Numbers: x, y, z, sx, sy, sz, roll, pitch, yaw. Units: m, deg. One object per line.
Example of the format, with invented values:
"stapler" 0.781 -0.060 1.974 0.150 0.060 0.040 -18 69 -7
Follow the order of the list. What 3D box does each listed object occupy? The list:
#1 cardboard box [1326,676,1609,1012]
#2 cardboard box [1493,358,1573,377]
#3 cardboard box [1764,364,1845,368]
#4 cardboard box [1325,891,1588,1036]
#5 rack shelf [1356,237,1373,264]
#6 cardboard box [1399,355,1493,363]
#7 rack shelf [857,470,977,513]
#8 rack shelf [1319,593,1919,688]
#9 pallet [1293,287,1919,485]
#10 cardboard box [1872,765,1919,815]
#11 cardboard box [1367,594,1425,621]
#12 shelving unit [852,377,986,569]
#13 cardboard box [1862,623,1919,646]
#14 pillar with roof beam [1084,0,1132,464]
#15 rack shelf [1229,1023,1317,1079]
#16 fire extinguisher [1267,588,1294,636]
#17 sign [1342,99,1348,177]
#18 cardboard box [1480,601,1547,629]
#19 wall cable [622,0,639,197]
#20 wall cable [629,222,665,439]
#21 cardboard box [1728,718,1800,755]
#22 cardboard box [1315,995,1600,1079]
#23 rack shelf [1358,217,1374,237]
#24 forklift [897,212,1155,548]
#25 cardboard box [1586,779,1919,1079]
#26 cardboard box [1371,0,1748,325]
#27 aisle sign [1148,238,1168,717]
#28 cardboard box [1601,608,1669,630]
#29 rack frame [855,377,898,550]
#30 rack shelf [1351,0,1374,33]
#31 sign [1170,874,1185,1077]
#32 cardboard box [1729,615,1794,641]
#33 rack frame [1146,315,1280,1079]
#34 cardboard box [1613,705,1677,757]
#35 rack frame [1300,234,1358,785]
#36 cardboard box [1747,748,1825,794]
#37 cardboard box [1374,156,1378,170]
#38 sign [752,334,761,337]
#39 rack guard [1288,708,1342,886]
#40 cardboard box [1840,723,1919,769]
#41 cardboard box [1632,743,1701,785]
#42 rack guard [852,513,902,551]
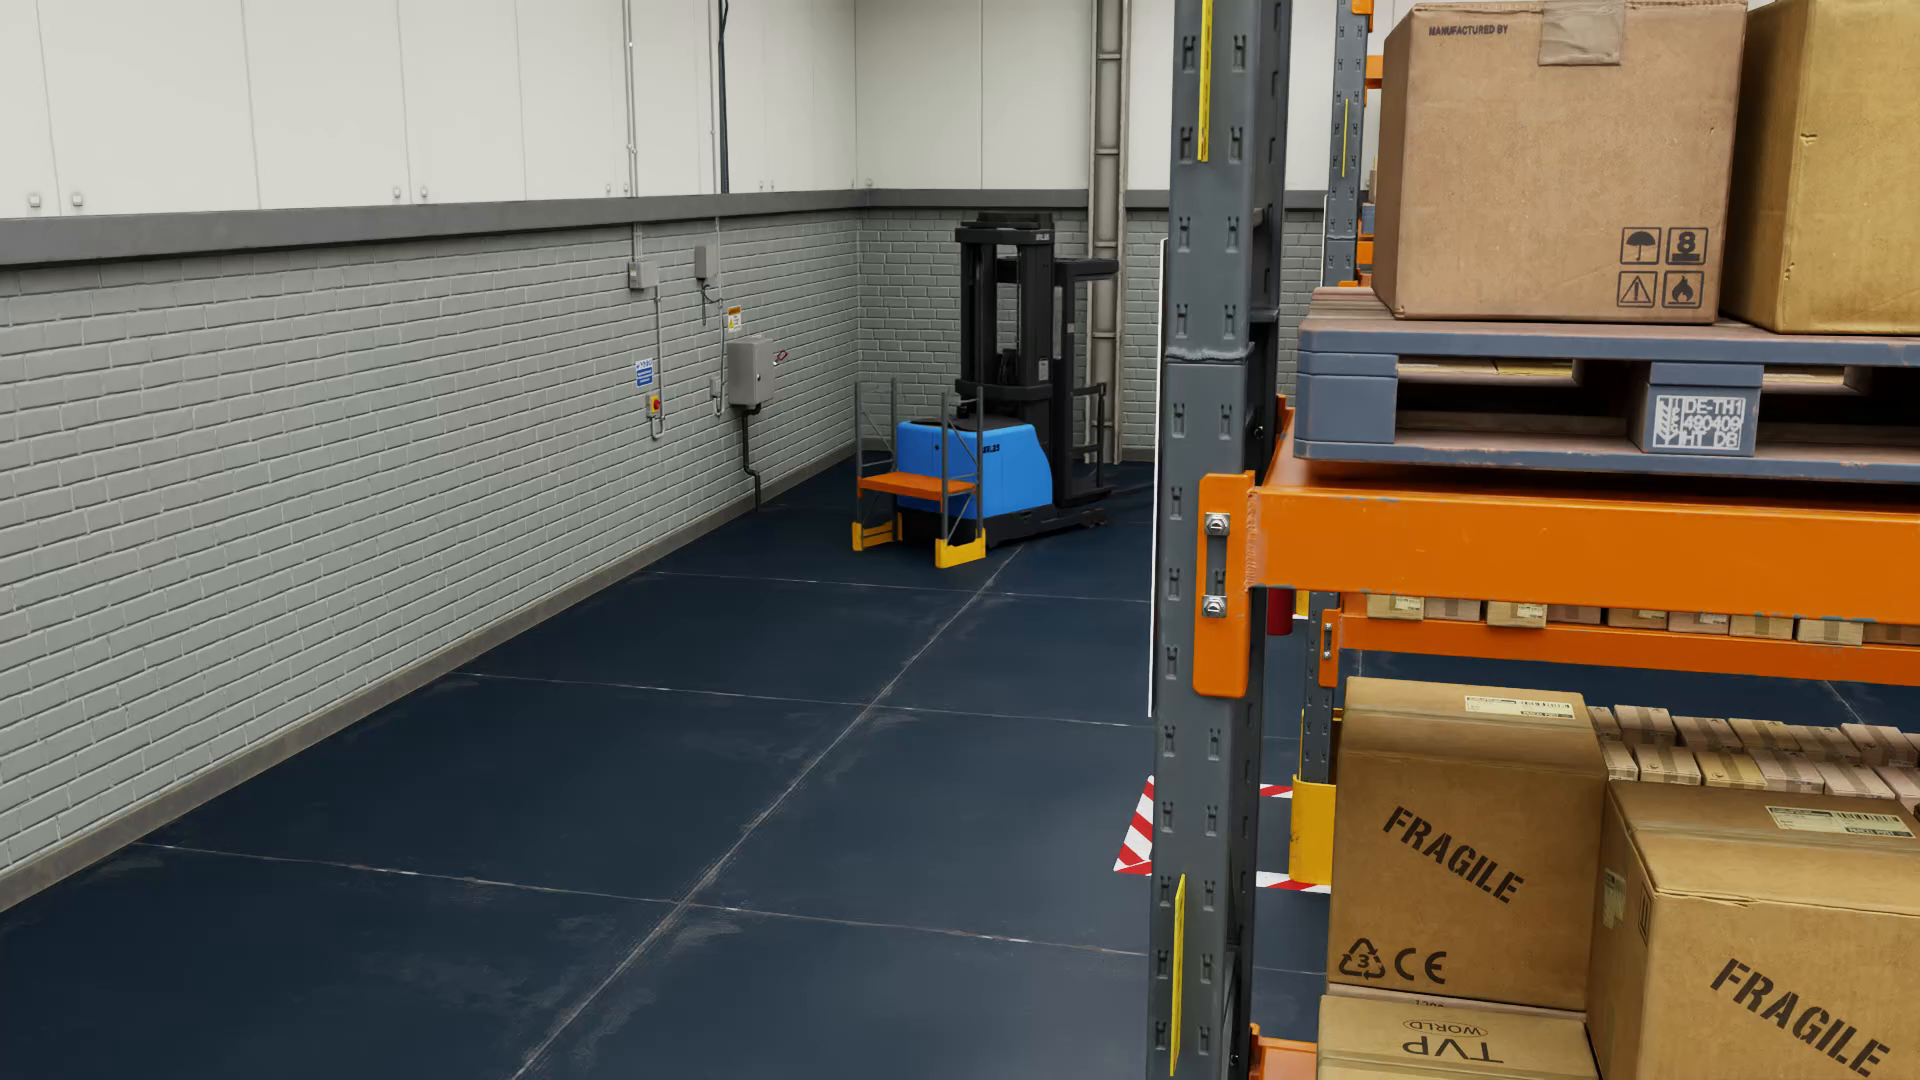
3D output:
"cardboard box" 1.043 0.612 3.476 0.500 0.500 0.500 3 13 14
"cardboard box" 2.657 -0.535 7.496 0.500 0.500 0.500 3 13 15
"cardboard box" 3.810 -0.590 7.741 0.500 0.500 0.500 3 13 12
"cardboard box" 1.041 0.978 3.561 0.500 0.250 0.500 3 13 13
"rack shelf" 4.823 -2.013 12.117 4.000 0.370 1.077 3 13 14
"cardboard box" 2.297 -0.668 8.093 0.500 0.500 0.500 3 13 12
"rack shelf" -0.361 -0.435 14.561 1.000 0.185 0.538 11 16 40
"rack shelf" 3.735 0.498 7.726 4.000 0.370 1.077 3 13 14
"pallet" 1.230 -0.304 2.960 1.213 0.211 1.003 3 13 14
"cardboard box" 4.250 1.142 7.400 0.250 0.149 0.380 2 13 11
"cardboard box" 2.029 0.251 7.757 0.250 0.149 0.380 3 13 13
"shelving unit" -0.368 -0.612 14.528 1.083 1.500 0.587 11 16 40
"cardboard box" 4.072 0.340 7.358 0.250 0.149 0.380 3 13 13
"pillar with roof beam" 0.634 -4.400 14.292 0.400 9.000 9.100 3 13 14
"rack shelf" 2.449 1.535 3.049 4.000 0.370 1.077 3 13 14
"fire extinguisher" 1.659 0.152 8.661 0.183 0.674 0.296 3 13 14
"sign" 1.664 -1.734 7.182 0.005 0.325 0.100 3 13 14
"cardboard box" 2.535 0.281 7.623 0.250 0.149 0.380 3 13 12
"wall cable" -2.709 -4.168 13.245 0.029 3.000 0.463 3 13 14
"wall cable" -2.599 -1.802 14.015 0.123 1.953 0.585 3 13 14
"cardboard box" 3.881 0.999 8.046 0.250 0.149 0.380 3 13 14
"cardboard box" 0.908 1.090 3.054 0.500 0.250 0.500 3 13 12
"rack shelf" 6.009 -3.057 16.822 4.000 0.370 1.077 3 13 14
"forklift" 0.789 -1.611 15.729 1.130 2.935 3.031 12 17 42
"cardboard box" 1.394 0.750 2.856 0.500 0.500 0.500 3 13 12
"cardboard box" 1.025 -0.671 2.976 0.500 0.500 0.700 2 13 10
"aisle sign" 0.365 -0.129 2.889 0.004 0.787 0.394 3 13 14
"cardboard box" 3.077 0.285 7.605 0.250 0.149 0.380 3 13 13
"rack frame" -0.743 -0.683 14.849 0.032 1.500 0.500 11 16 40
"rack shelf" 3.735 -2.429 7.077 4.000 0.370 1.077 3 13 14
"sign" 0.368 0.736 2.811 0.005 0.325 0.100 3 13 14
"cardboard box" 3.556 0.321 7.440 0.250 0.149 0.380 4 13 16
"rack frame" 0.507 1.080 3.438 0.127 3.000 1.000 3 13 14
"cardboard box" 3.390 0.954 8.247 0.250 0.149 0.380 4 13 16
"rack frame" 1.793 0.043 8.116 0.127 3.000 1.000 3 13 14
"cardboard box" 3.770 1.095 7.613 0.250 0.149 0.380 3 13 14
"cardboard box" 4.438 -3.752 16.800 0.500 0.250 0.500 3 13 13
"sign" -2.037 -1.794 16.612 0.001 0.494 0.329 3 13 14
"rack guard" 1.867 1.267 8.369 0.348 0.500 1.175 3 13 14
"cardboard box" 4.395 1.017 7.966 0.250 0.149 0.380 3 13 15
"cardboard box" 3.259 1.079 7.686 0.250 0.149 0.380 4 13 16
"rack guard" -0.742 -0.073 14.983 0.087 0.250 0.587 11 16 40
